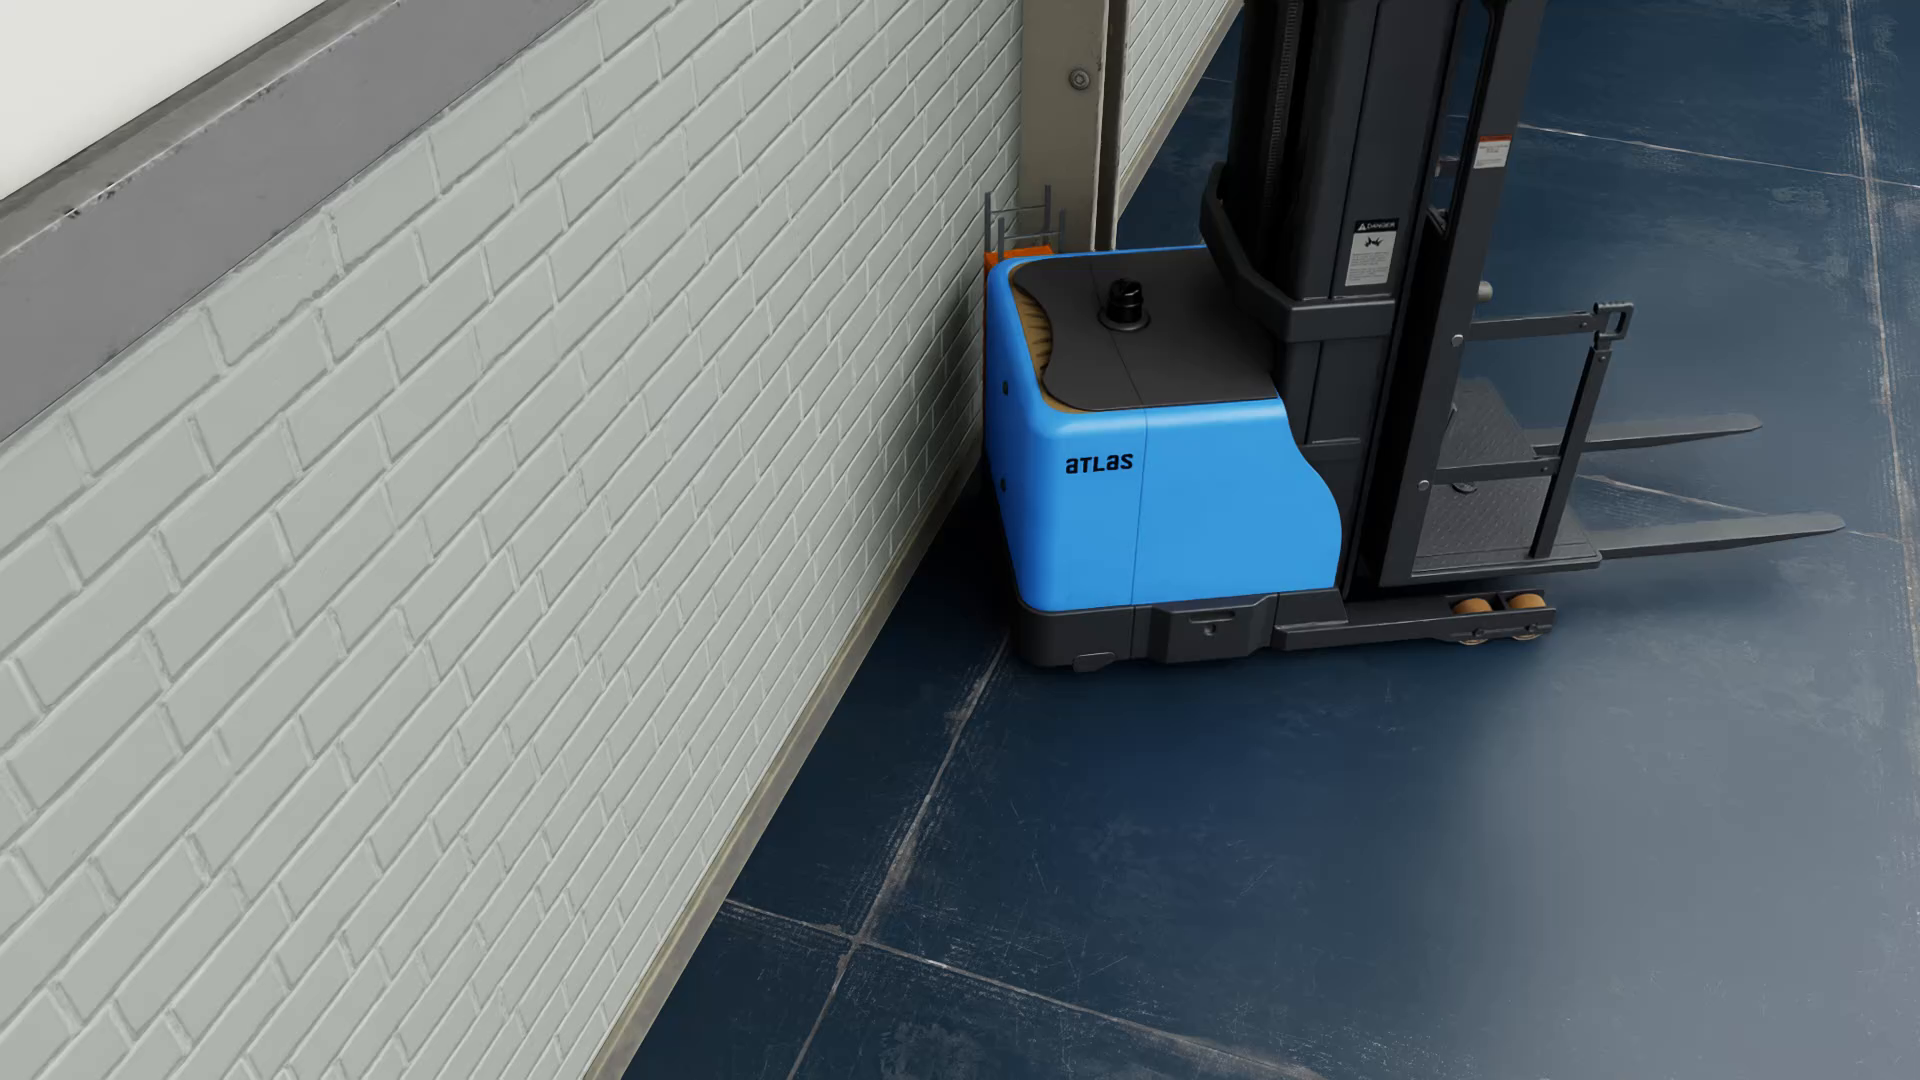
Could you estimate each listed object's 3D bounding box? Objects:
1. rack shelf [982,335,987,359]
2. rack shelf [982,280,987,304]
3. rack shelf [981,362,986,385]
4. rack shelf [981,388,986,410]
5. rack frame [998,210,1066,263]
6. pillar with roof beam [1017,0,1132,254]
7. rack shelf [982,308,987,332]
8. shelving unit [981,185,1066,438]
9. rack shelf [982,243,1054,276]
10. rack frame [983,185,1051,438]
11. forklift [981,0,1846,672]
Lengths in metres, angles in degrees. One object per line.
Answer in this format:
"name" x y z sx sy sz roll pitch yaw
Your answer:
"rack shelf" 0.227 -0.687 6.200 0.258 0.103 0.180 -9 41 -10
"rack shelf" 0.227 -0.870 6.044 0.258 0.103 0.180 -9 41 -10
"rack shelf" 0.228 -0.596 6.277 0.258 0.103 0.180 -9 41 -10
"rack shelf" 0.228 -0.505 6.355 0.258 0.103 0.180 -9 41 -10
"rack frame" 0.249 -0.663 6.103 0.240 1.200 0.006 -9 41 -10
"pillar with roof beam" 4.476 -3.195 3.062 9.100 9.000 0.400 13 42 15
"rack shelf" 0.227 -0.779 6.122 0.258 0.103 0.180 -9 41 -10
"shelving unit" 0.227 -0.721 6.171 0.258 1.200 0.189 -9 41 -10
"rack shelf" 0.227 -0.961 5.966 0.258 0.103 0.180 -9 41 -10
"rack frame" 0.206 -0.779 6.238 0.240 1.200 0.006 -9 41 -10
"forklift" 1.638 -1.085 5.264 3.031 2.935 1.130 -5 41 -6
